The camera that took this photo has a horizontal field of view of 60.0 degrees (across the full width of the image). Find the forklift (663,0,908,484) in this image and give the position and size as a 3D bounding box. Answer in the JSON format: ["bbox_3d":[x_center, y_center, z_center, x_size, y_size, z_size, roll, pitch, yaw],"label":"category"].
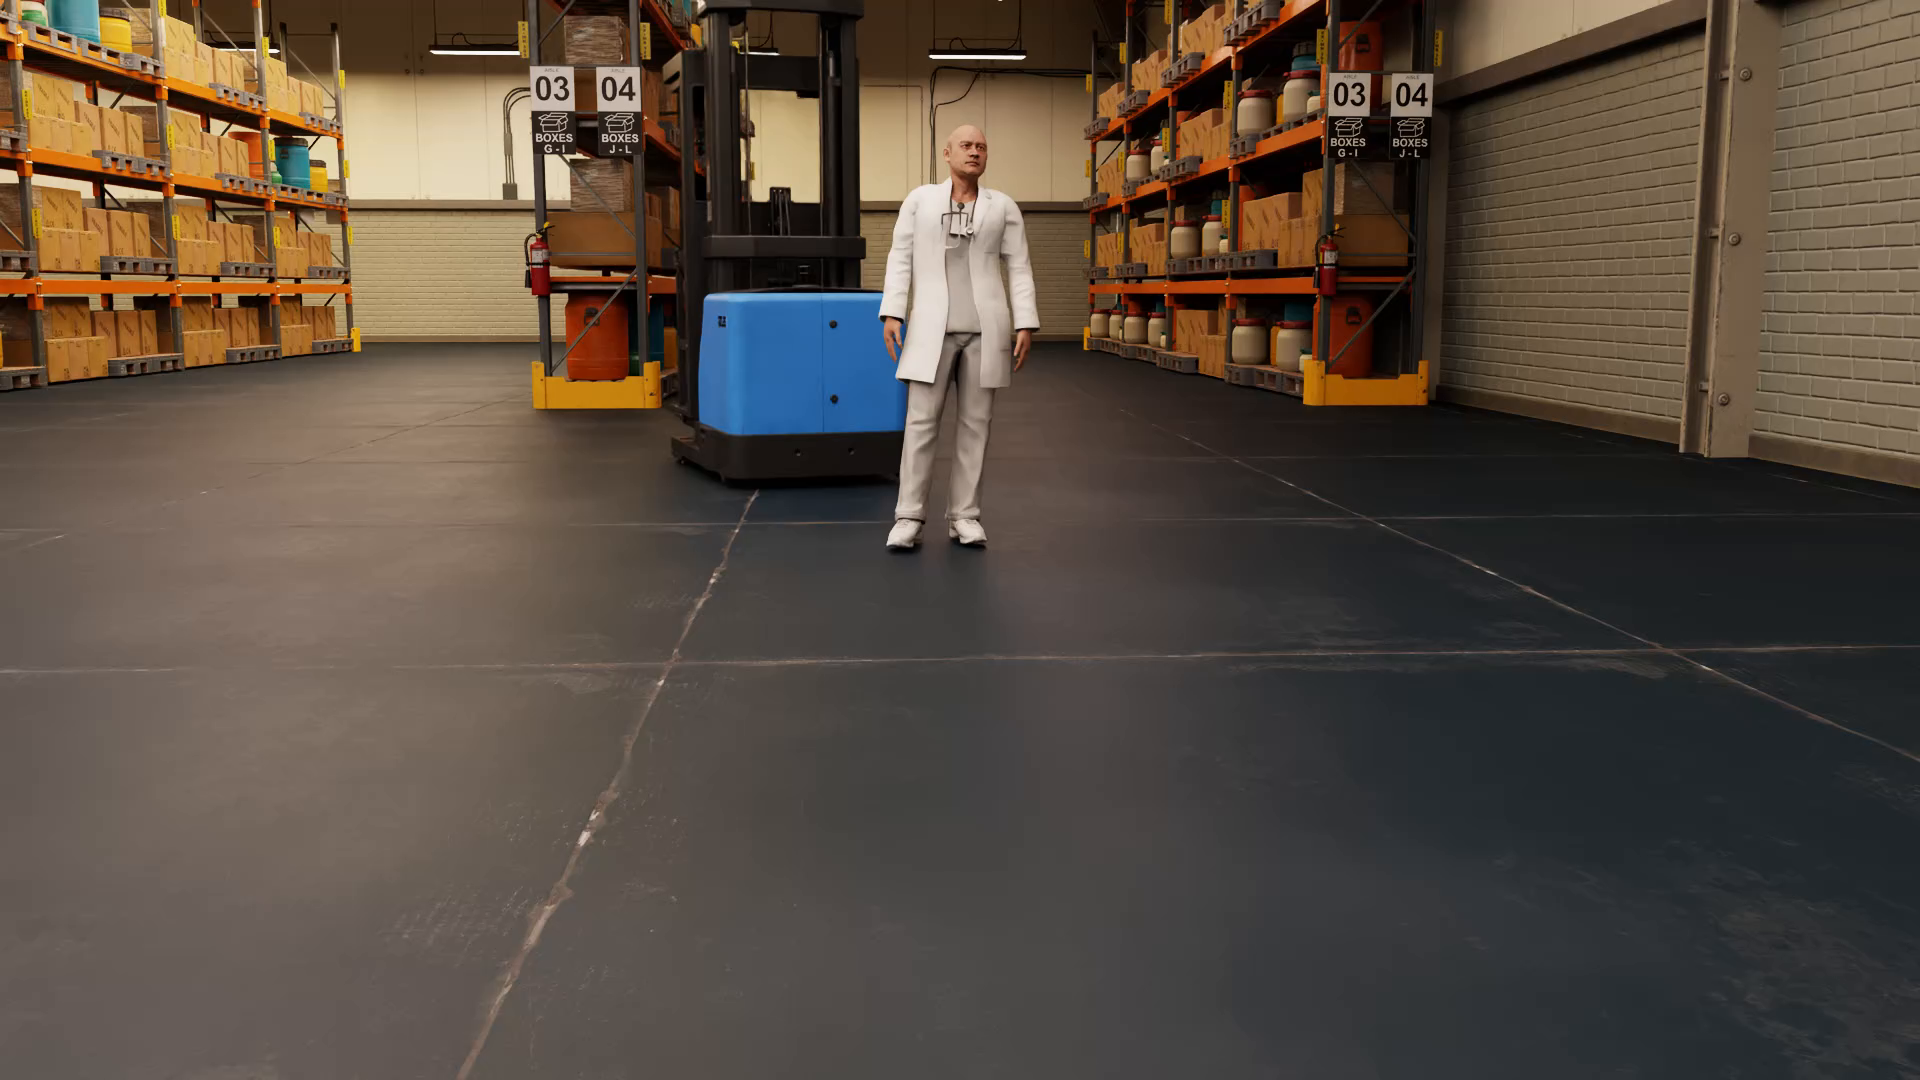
[{"bbox_3d":[-1.226,-1.941,10.400,1.130,2.935,3.031,-3,9,-18],"label":"forklift"}]

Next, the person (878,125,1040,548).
[{"bbox_3d":[0.002,-0.872,7.088,0.696,1.777,0.578,-1,8,-4],"label":"person"}]
